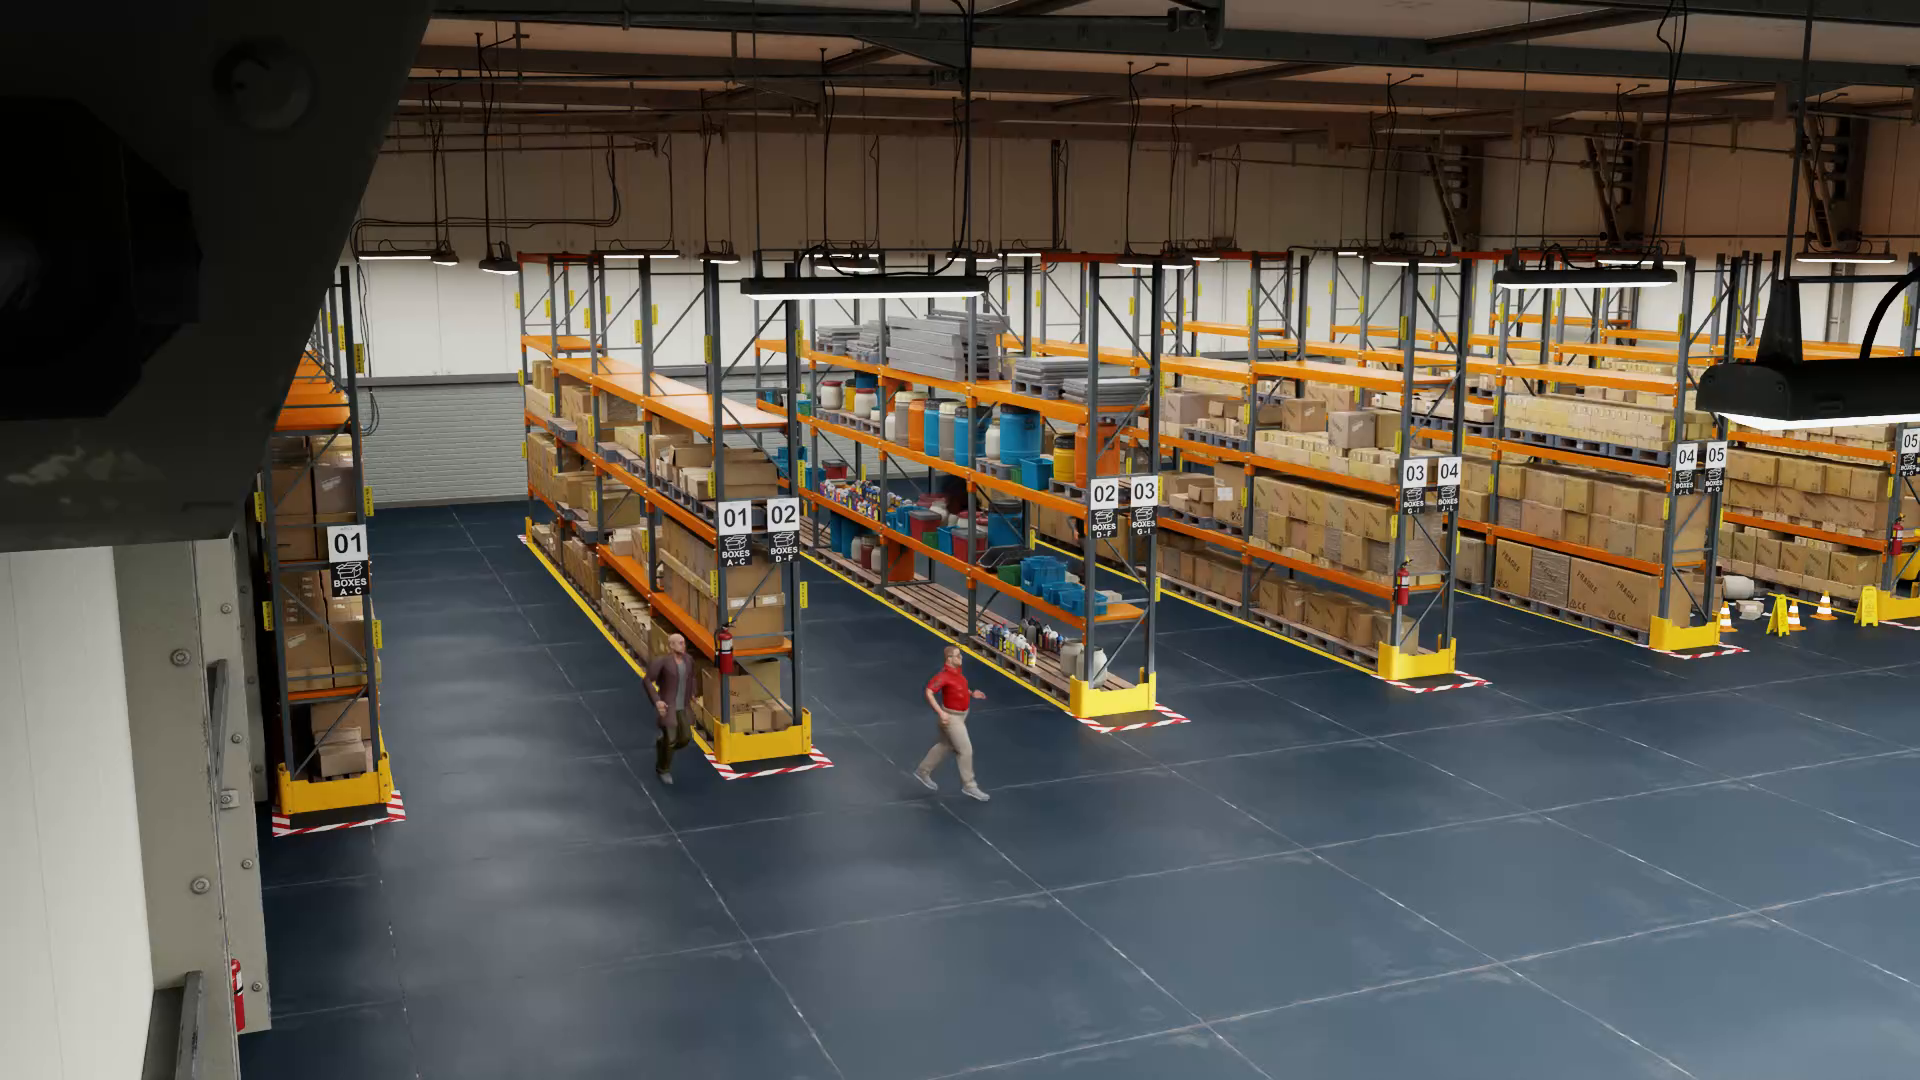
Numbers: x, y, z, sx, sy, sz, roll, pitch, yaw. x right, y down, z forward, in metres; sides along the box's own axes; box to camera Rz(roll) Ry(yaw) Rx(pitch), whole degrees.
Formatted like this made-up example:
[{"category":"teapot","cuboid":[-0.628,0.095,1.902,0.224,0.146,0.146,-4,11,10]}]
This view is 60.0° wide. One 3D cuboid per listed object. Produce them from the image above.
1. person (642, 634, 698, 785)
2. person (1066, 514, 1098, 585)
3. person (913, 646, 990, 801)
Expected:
[{"category":"person","cuboid":[-3.406,1.966,19.668,0.763,1.719,0.612,-10,14,-44]},{"category":"person","cuboid":[2.237,-0.020,28.839,0.644,1.704,0.592,-9,13,-39]},{"category":"person","cuboid":[-0.090,2.061,18.896,0.887,1.758,0.654,1,10,8]}]
